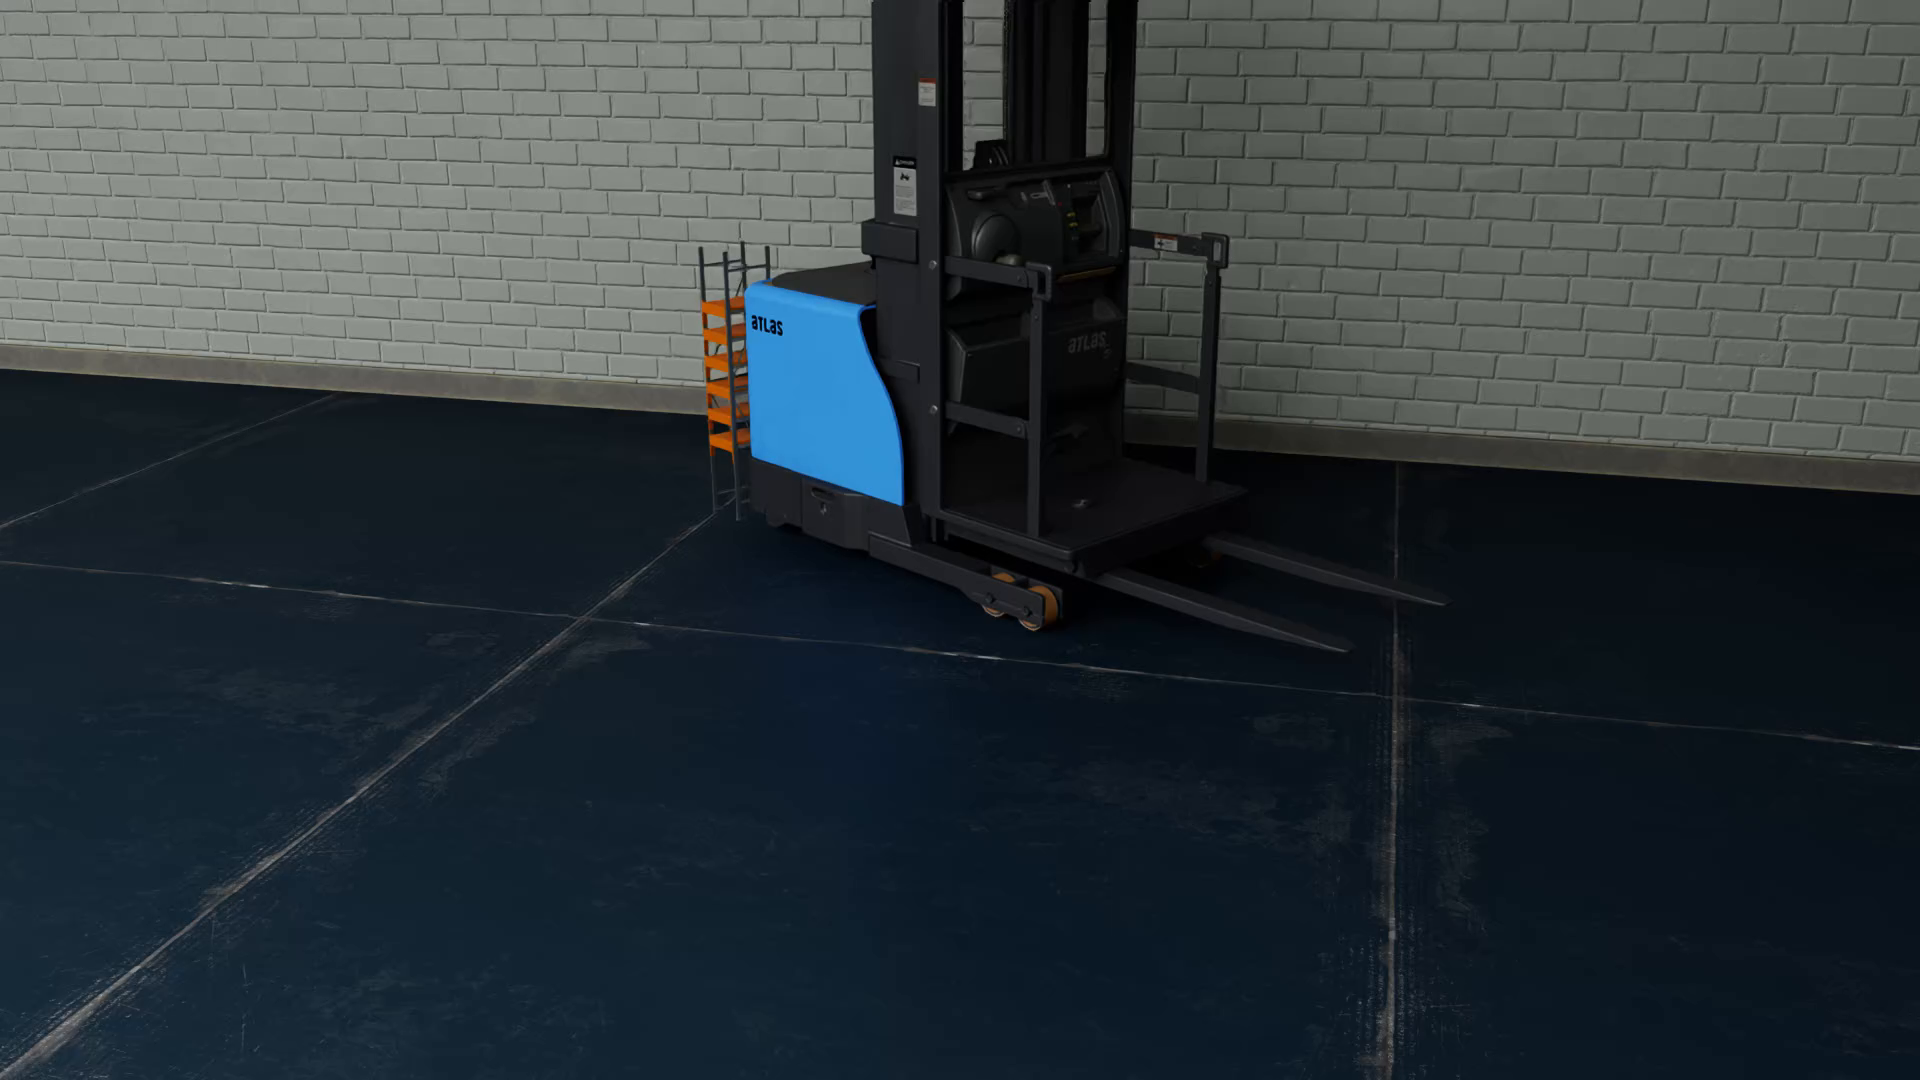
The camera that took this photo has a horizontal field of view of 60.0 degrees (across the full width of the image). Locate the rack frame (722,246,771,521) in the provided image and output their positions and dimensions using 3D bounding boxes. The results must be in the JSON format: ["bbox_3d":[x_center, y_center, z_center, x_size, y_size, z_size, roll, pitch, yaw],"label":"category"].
[{"bbox_3d":[-0.912,-0.680,7.318,0.240,1.200,0.006,-17,25,-39],"label":"rack frame"}]

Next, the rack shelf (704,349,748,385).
[{"bbox_3d":[-0.974,-0.773,7.357,0.258,0.103,0.180,-17,25,-39],"label":"rack shelf"}]

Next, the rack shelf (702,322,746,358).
[{"bbox_3d":[-0.975,-0.887,7.318,0.258,0.103,0.180,-17,25,-39],"label":"rack shelf"}]

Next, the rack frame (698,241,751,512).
[{"bbox_3d":[-1.035,-0.724,7.446,0.240,1.200,0.006,-17,25,-39],"label":"rack frame"}]

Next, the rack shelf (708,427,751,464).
[{"bbox_3d":[-0.972,-0.433,7.475,0.258,0.103,0.180,-17,25,-39],"label":"rack shelf"}]

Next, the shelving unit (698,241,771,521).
[{"bbox_3d":[-0.974,-0.702,7.382,0.258,1.200,0.189,-17,25,-39],"label":"shelving unit"}]

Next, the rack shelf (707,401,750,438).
[{"bbox_3d":[-0.972,-0.546,7.436,0.258,0.103,0.180,-17,25,-39],"label":"rack shelf"}]

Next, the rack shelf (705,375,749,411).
[{"bbox_3d":[-0.973,-0.660,7.396,0.258,0.103,0.180,-17,25,-39],"label":"rack shelf"}]

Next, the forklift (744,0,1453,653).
[{"bbox_3d":[0.450,-1.237,6.274,1.130,2.935,3.031,-17,25,-41],"label":"forklift"}]

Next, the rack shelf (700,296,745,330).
[{"bbox_3d":[-0.976,-1.000,7.278,0.258,0.103,0.180,-17,25,-39],"label":"rack shelf"}]
